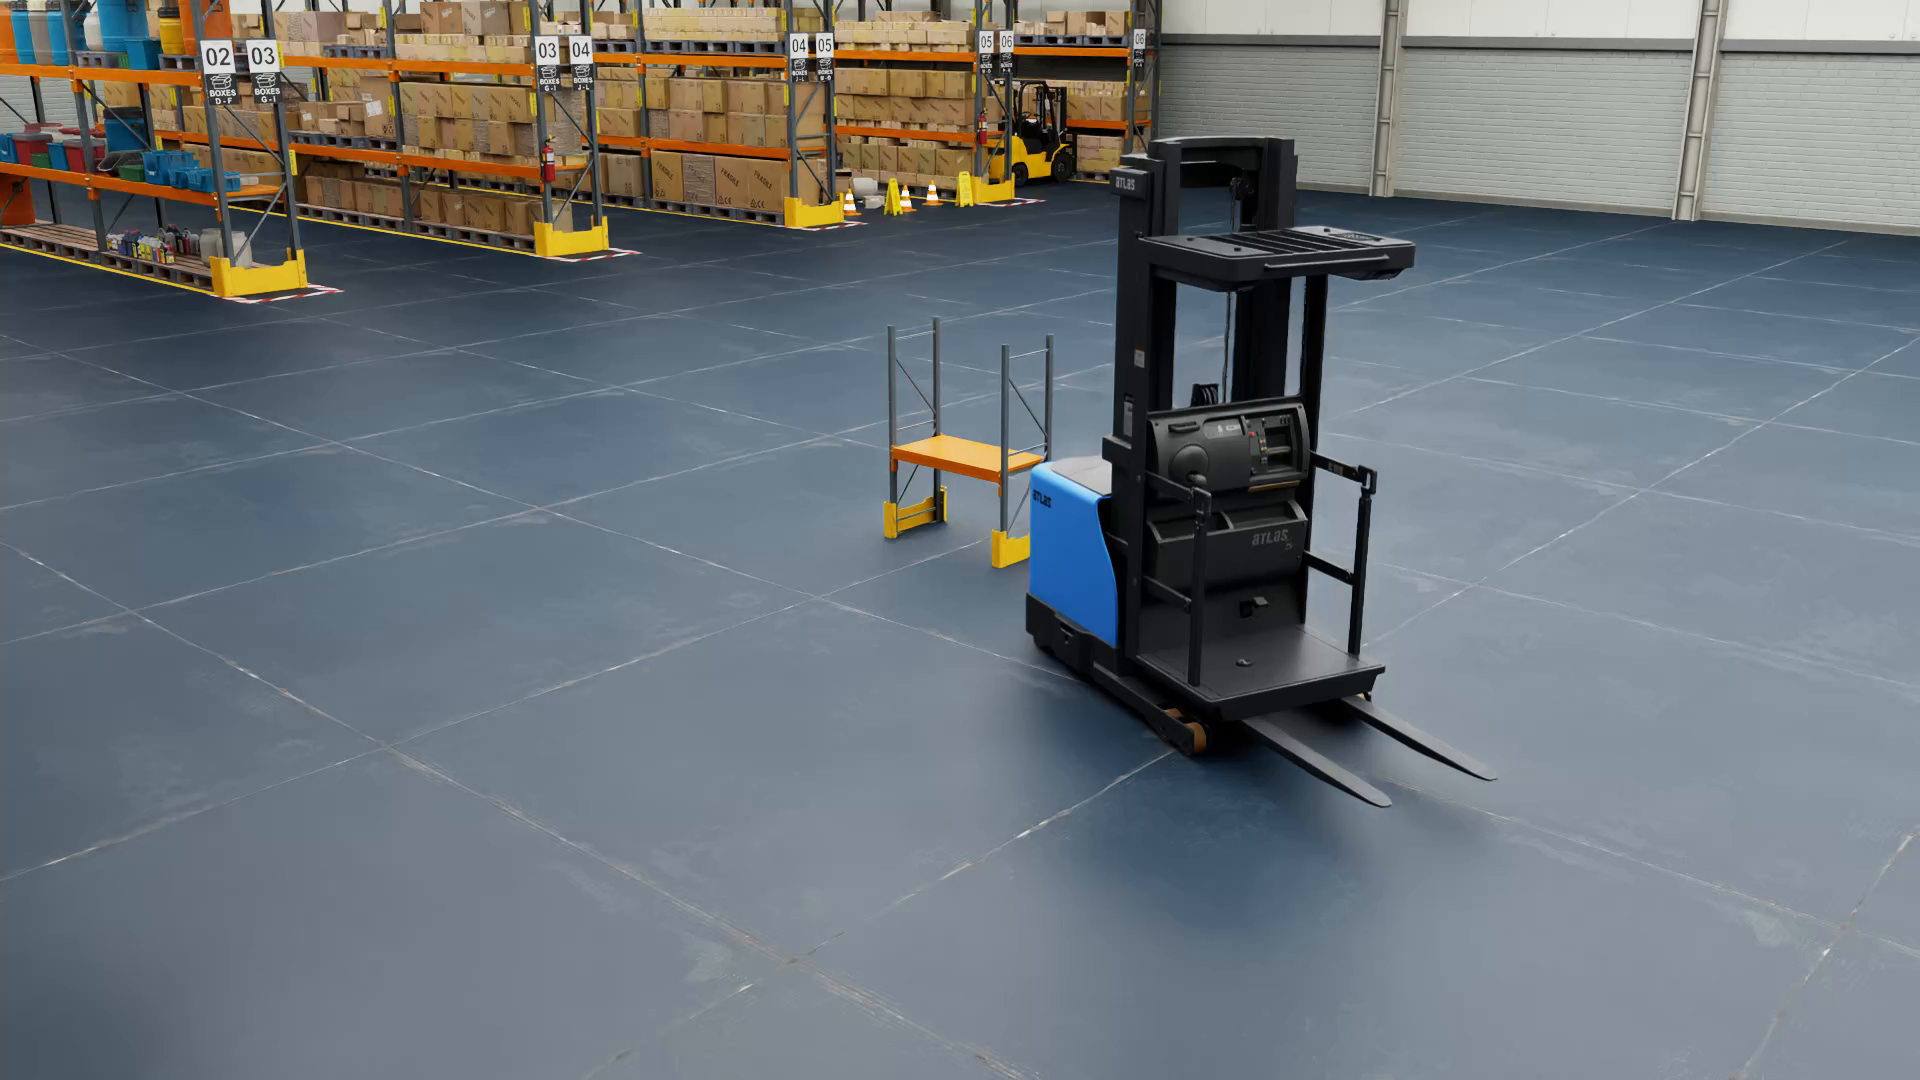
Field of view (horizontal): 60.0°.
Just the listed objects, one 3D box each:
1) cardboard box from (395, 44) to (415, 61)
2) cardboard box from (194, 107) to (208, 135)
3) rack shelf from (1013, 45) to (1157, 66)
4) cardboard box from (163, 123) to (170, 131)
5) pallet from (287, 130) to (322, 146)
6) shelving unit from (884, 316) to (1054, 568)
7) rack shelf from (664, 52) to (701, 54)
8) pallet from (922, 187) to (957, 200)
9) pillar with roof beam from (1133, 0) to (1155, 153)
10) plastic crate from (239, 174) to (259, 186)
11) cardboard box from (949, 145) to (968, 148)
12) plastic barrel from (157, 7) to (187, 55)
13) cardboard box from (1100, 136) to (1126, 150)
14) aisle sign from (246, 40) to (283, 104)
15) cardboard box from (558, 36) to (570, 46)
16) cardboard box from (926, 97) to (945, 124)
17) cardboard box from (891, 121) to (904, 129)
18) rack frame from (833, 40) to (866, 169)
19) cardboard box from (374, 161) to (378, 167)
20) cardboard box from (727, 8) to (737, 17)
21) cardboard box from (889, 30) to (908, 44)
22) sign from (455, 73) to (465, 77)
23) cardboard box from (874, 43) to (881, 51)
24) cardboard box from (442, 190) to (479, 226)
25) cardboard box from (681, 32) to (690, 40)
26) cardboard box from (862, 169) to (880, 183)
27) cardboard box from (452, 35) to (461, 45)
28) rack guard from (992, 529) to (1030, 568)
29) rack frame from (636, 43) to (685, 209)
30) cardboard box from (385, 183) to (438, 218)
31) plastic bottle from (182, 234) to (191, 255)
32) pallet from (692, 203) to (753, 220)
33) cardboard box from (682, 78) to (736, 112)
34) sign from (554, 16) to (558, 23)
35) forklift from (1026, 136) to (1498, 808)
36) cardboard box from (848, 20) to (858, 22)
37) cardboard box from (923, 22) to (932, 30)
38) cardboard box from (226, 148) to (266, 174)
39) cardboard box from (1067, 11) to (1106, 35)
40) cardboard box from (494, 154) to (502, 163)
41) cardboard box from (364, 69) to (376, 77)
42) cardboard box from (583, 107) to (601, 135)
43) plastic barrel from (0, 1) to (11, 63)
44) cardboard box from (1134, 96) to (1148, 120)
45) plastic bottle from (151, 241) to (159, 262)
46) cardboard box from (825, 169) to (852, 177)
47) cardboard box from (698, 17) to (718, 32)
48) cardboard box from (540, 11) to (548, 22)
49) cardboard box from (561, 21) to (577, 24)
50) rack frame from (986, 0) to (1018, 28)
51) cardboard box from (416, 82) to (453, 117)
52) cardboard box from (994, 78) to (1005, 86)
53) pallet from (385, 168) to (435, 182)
[{"bbox_3d":[-8.755,-7.882,26.852,0.500,0.250,0.500,14,22,37],"label":"cardboard box"},{"bbox_3d":[-14.350,-8.077,32.010,0.500,0.500,0.500,15,23,39],"label":"cardboard box"},{"bbox_3d":[2.444,-10.723,36.746,4.000,0.370,1.077,15,23,39],"label":"rack shelf"},{"bbox_3d":[-15.544,-8.198,32.972,0.250,0.149,0.380,16,23,40],"label":"cardboard box"},{"bbox_3d":[-11.310,-7.265,29.935,1.003,0.211,1.213,15,23,39],"label":"pallet"},{"bbox_3d":[0.057,-0.700,11.410,1.083,1.500,0.587,15,23,39],"label":"shelving unit"},{"bbox_3d":[-6.831,-11.206,38.266,4.000,0.370,1.077,15,23,39],"label":"rack shelf"},{"bbox_3d":[0.007,-6.968,33.294,1.213,0.211,1.003,15,23,39],"label":"pallet"},{"bbox_3d":[1.160,-11.464,32.932,0.400,9.000,9.100,15,23,39],"label":"pillar with roof beam"},{"bbox_3d":[-9.673,-4.875,22.524,0.250,0.136,0.298,15,23,39],"label":"plastic crate"},{"bbox_3d":[-0.184,-7.691,33.573,0.500,0.500,0.500,14,22,37],"label":"cardboard box"},{"bbox_3d":[-10.154,-6.668,21.774,0.600,0.588,0.600,0,18,0],"label":"plastic barrel"},{"bbox_3d":[3.389,-8.623,36.096,0.500,0.250,0.500,16,24,41],"label":"cardboard box"},{"bbox_3d":[-8.969,-6.039,21.459,0.004,0.787,0.394,15,23,39],"label":"aisle sign"},{"bbox_3d":[-5.982,-7.525,25.067,0.250,0.149,0.380,15,23,39],"label":"cardboard box"},{"bbox_3d":[-0.312,-8.449,32.691,0.500,0.500,0.500,15,23,39],"label":"cardboard box"},{"bbox_3d":[-1.163,-8.356,33.470,0.250,0.149,0.380,15,23,39],"label":"cardboard box"},{"bbox_3d":[-2.344,-8.914,34.815,0.127,3.000,1.000,15,23,39],"label":"rack frame"},{"bbox_3d":[-12.981,-8.499,37.524,0.250,0.149,0.380,16,23,40],"label":"cardboard box"},{"bbox_3d":[-3.797,-9.104,28.691,0.250,0.149,0.380,15,23,39],"label":"cardboard box"},{"bbox_3d":[-1.059,-9.958,32.902,0.500,0.250,0.500,15,23,40],"label":"cardboard box"},{"bbox_3d":[-14.240,-13.319,47.330,0.001,0.242,0.339,15,23,39],"label":"sign"},{"bbox_3d":[-1.502,-9.901,33.380,0.250,0.149,0.380,14,22,38],"label":"cardboard box"},{"bbox_3d":[-8.215,-5.478,27.426,0.500,0.500,0.500,-10,20,-28],"label":"cardboard box"},{"bbox_3d":[-4.745,-8.978,29.613,0.250,0.149,0.380,15,23,38],"label":"cardboard box"},{"bbox_3d":[-1.675,-7.520,34.272,0.500,0.250,0.500,17,24,42],"label":"cardboard box"},{"bbox_3d":[-7.667,-7.788,25.897,0.250,0.149,0.380,16,23,41],"label":"cardboard box"},{"bbox_3d":[0.429,-0.004,11.284,0.087,0.250,0.587,15,23,39],"label":"rack guard"},{"bbox_3d":[-5.554,-7.774,31.222,0.127,3.000,1.000,15,23,39],"label":"rack frame"},{"bbox_3d":[-9.367,-5.819,28.466,0.500,0.500,0.700,13,22,35],"label":"cardboard box"},{"bbox_3d":[-11.102,-4.241,23.854,0.133,0.283,0.061,15,23,39],"label":"plastic bottle"},{"bbox_3d":[-4.120,-6.030,30.336,1.213,0.211,1.003,15,23,39],"label":"pallet"},{"bbox_3d":[-4.499,-8.055,30.074,0.550,0.550,0.875,15,23,39],"label":"cardboard box"},{"bbox_3d":[-8.171,-10.415,33.600,0.005,0.325,0.100,15,23,39],"label":"sign"},{"bbox_3d":[1.484,-0.473,8.329,1.130,2.935,3.031,-8,19,-25],"label":"forklift"},{"bbox_3d":[-2.497,-12.533,40.357,0.250,0.149,0.380,16,24,41],"label":"cardboard box"},{"bbox_3d":[-0.505,-10.023,32.448,0.250,0.149,0.380,15,23,39],"label":"cardboard box"},{"bbox_3d":[-13.077,-6.987,31.560,0.875,0.875,1.225,15,23,39],"label":"cardboard box"},{"bbox_3d":[2.748,-11.222,36.104,0.500,0.500,0.700,15,23,40],"label":"cardboard box"},{"bbox_3d":[-7.024,-5.962,25.928,0.250,0.149,0.380,15,23,39],"label":"cardboard box"},{"bbox_3d":[-12.832,-10.288,36.834,0.500,0.500,0.500,16,23,41],"label":"cardboard box"},{"bbox_3d":[-6.877,-8.069,31.986,0.500,0.500,0.500,15,23,40],"label":"cardboard box"},{"bbox_3d":[-14.731,-7.809,25.546,0.600,0.901,0.600,0,18,0],"label":"plastic barrel"},{"bbox_3d":[3.754,-9.445,36.322,0.500,0.500,0.500,16,24,41],"label":"cardboard box"},{"bbox_3d":[-11.156,-4.014,23.150,0.135,0.276,0.152,14,22,38],"label":"plastic bottle"},{"bbox_3d":[-2.445,-7.201,33.545,0.500,0.500,0.500,-3,18,-8],"label":"cardboard box"},{"bbox_3d":[-4.239,-9.057,29.202,0.500,0.250,0.500,15,23,40],"label":"cardboard box"},{"bbox_3d":[-9.911,-12.610,40.477,0.500,0.500,0.500,16,23,40],"label":"cardboard box"},{"bbox_3d":[-7.565,-10.070,32.787,0.500,0.311,0.500,15,23,39],"label":"cardboard box"},{"bbox_3d":[0.948,-12.898,37.449,0.127,3.000,1.000,15,23,39],"label":"rack frame"},{"bbox_3d":[-8.379,-7.090,26.758,0.500,0.500,0.500,15,23,39],"label":"cardboard box"},{"bbox_3d":[0.990,-10.406,37.785,0.250,0.149,0.380,16,23,40],"label":"cardboard box"},{"bbox_3d":[-12.063,-8.178,37.105,1.213,0.211,1.003,15,23,39],"label":"pallet"}]
